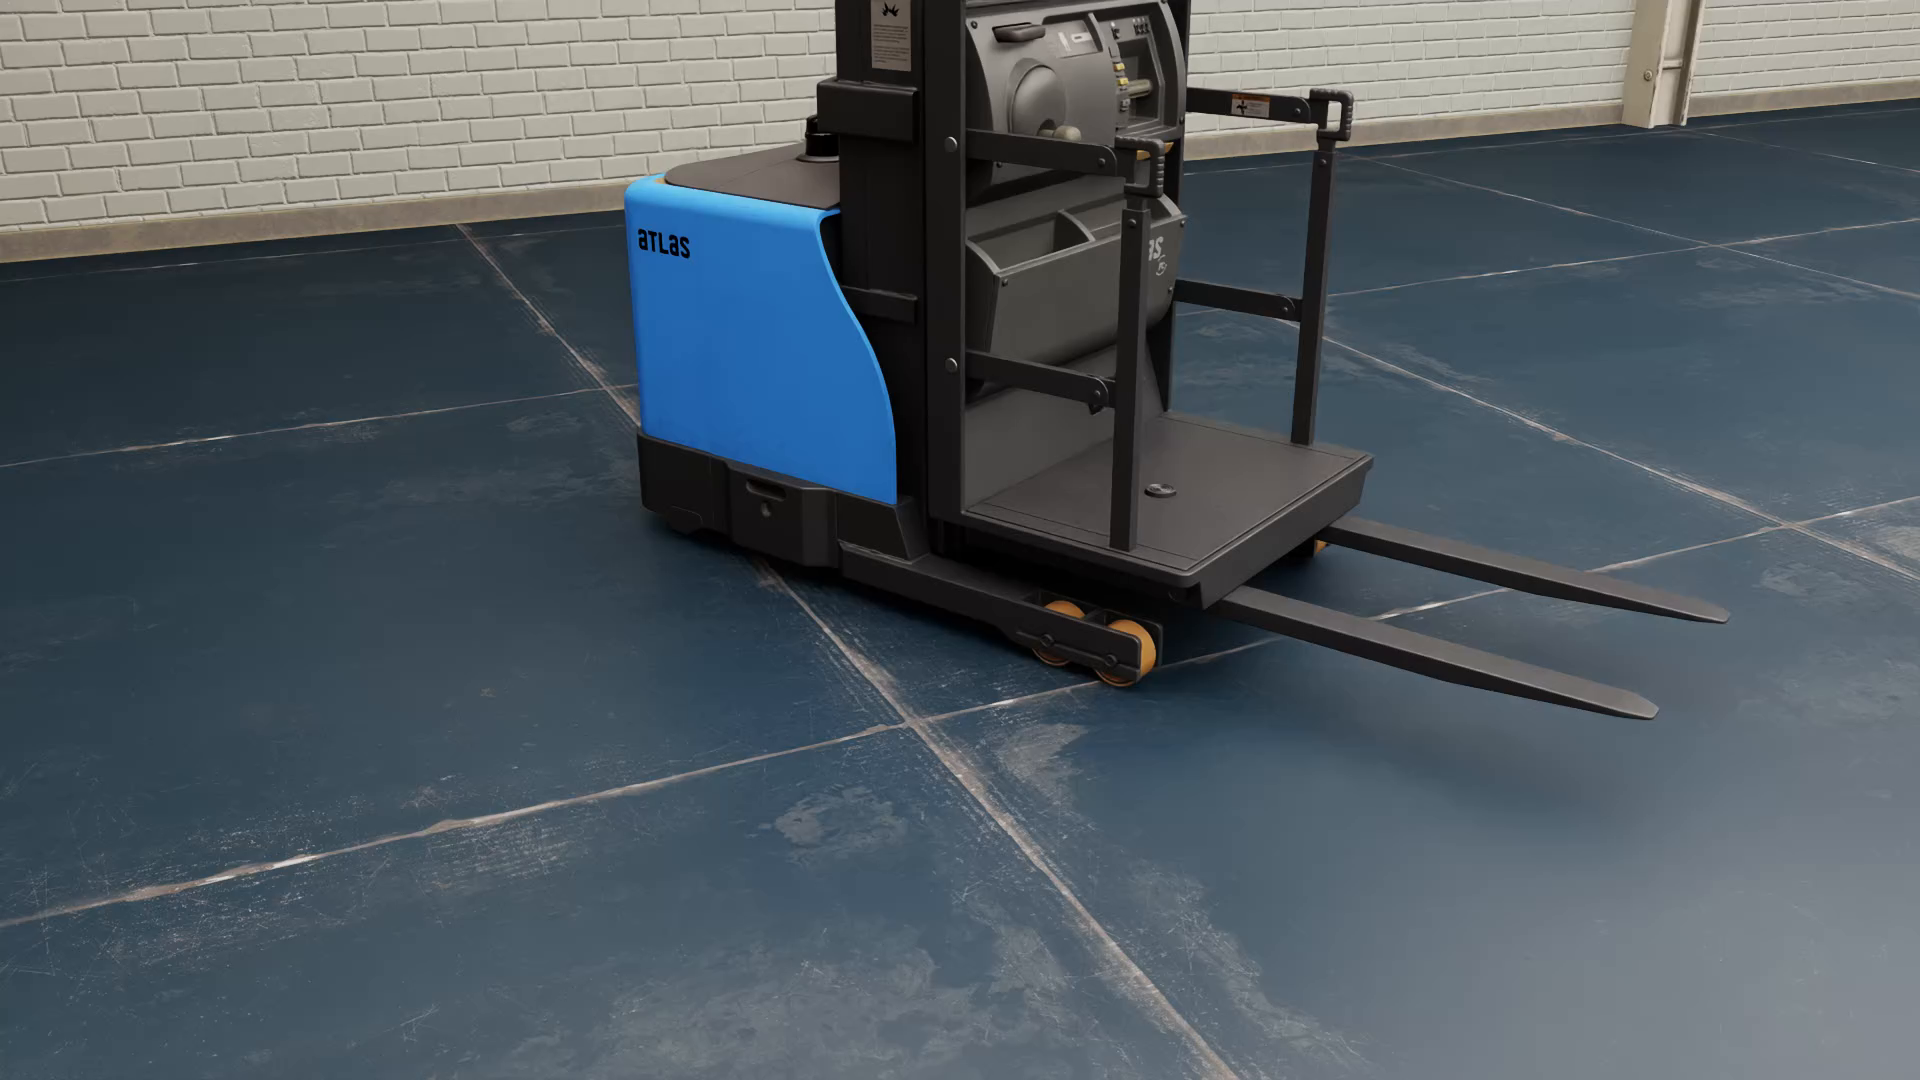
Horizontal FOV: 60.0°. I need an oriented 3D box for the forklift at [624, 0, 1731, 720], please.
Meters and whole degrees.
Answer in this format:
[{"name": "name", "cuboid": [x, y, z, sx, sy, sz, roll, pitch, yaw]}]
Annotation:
[{"name": "forklift", "cuboid": [0.488, -1.213, 4.206, 3.031, 2.935, 1.130, 16, 27, 34]}]
